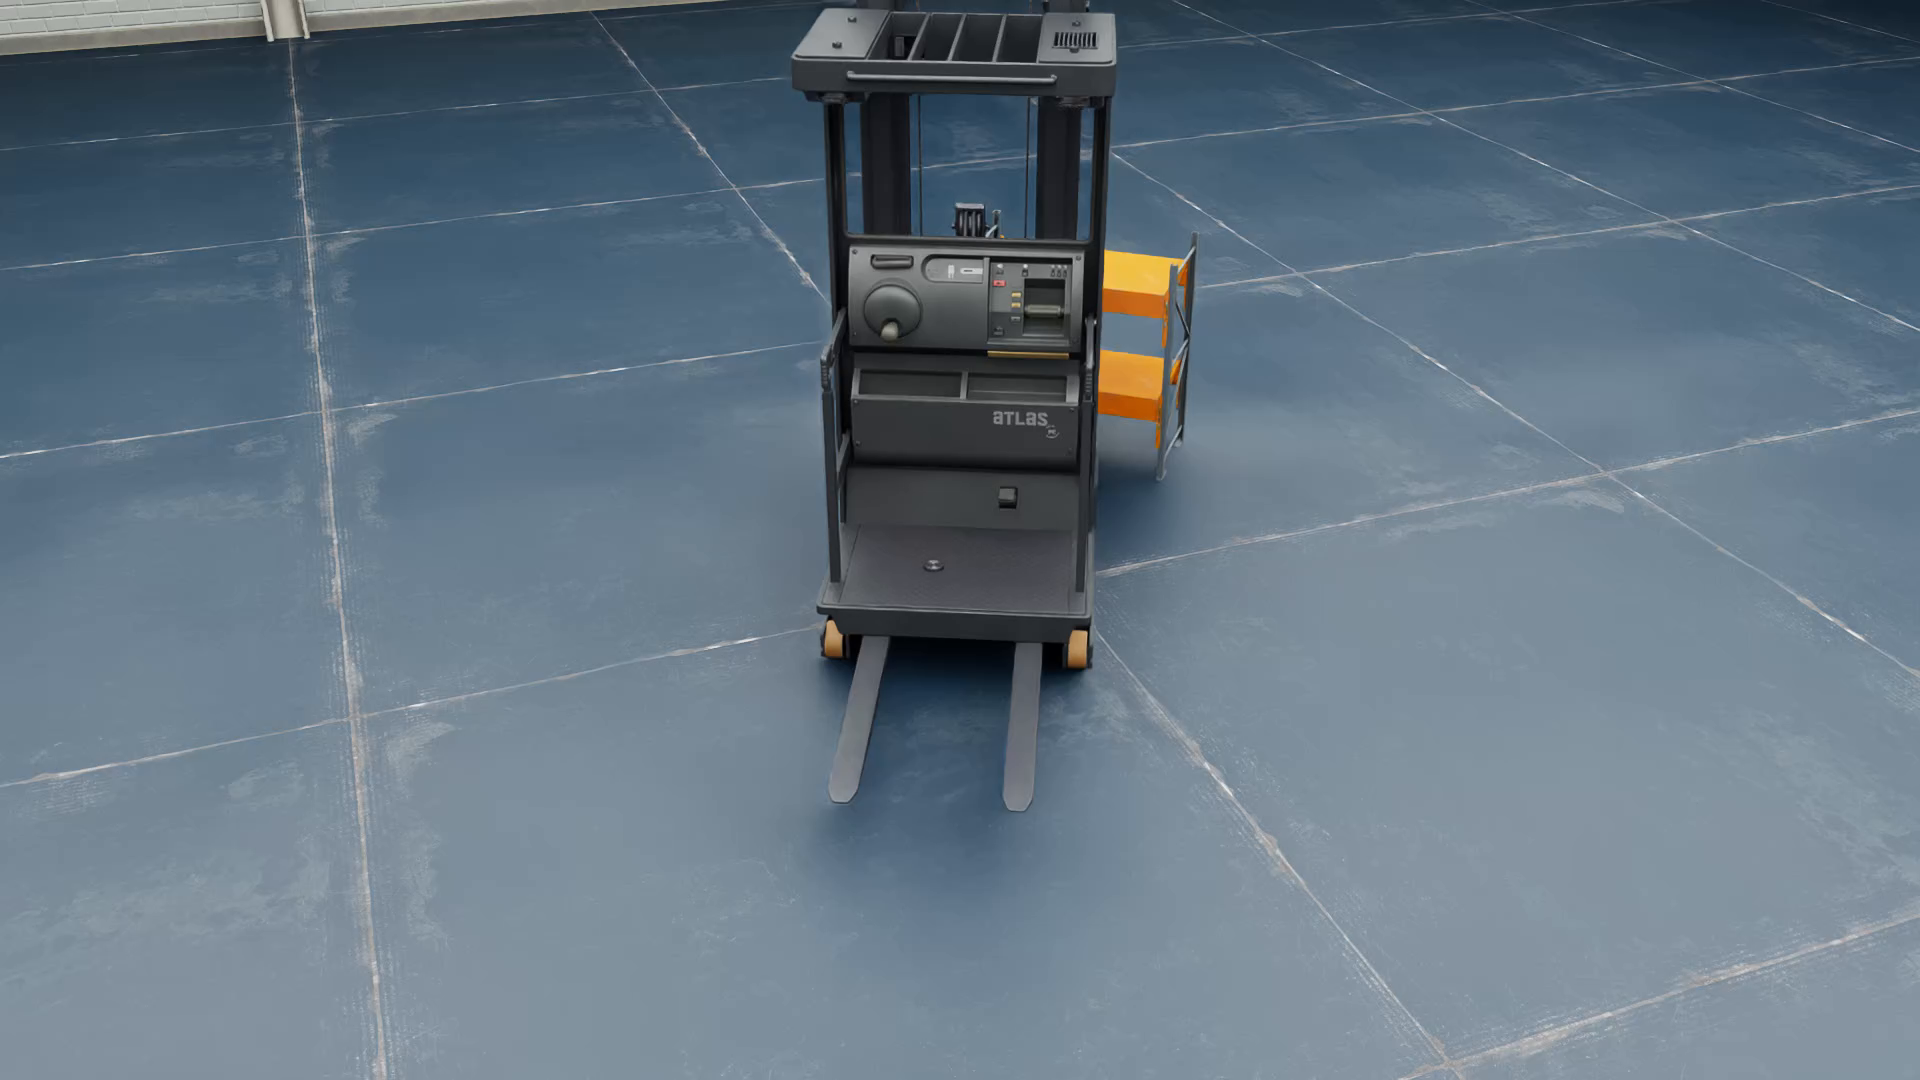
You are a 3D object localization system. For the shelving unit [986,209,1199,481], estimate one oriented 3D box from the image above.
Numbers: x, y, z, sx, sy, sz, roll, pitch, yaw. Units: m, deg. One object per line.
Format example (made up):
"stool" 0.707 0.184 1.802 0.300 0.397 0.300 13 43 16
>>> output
"shelving unit" 0.592 -0.985 8.342 1.048 1.125 0.538 10 31 17

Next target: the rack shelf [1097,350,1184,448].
"rack shelf" 0.592 -0.772 8.463 1.000 0.278 0.538 10 31 17

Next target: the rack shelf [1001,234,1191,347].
"rack shelf" 0.592 -1.239 8.197 1.000 0.278 0.538 10 31 17

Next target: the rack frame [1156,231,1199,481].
"rack frame" 1.072 -0.901 8.196 0.032 1.125 0.500 10 31 17

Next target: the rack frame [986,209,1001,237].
"rack frame" 0.113 -1.068 8.488 0.032 1.125 0.500 10 31 17

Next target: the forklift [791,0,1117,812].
"forklift" 0.008 -0.914 6.394 1.130 2.935 3.031 2 30 4

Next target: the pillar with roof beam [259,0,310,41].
"pillar with roof beam" -5.180 -6.928 10.819 0.400 9.000 9.100 -10 31 -18
